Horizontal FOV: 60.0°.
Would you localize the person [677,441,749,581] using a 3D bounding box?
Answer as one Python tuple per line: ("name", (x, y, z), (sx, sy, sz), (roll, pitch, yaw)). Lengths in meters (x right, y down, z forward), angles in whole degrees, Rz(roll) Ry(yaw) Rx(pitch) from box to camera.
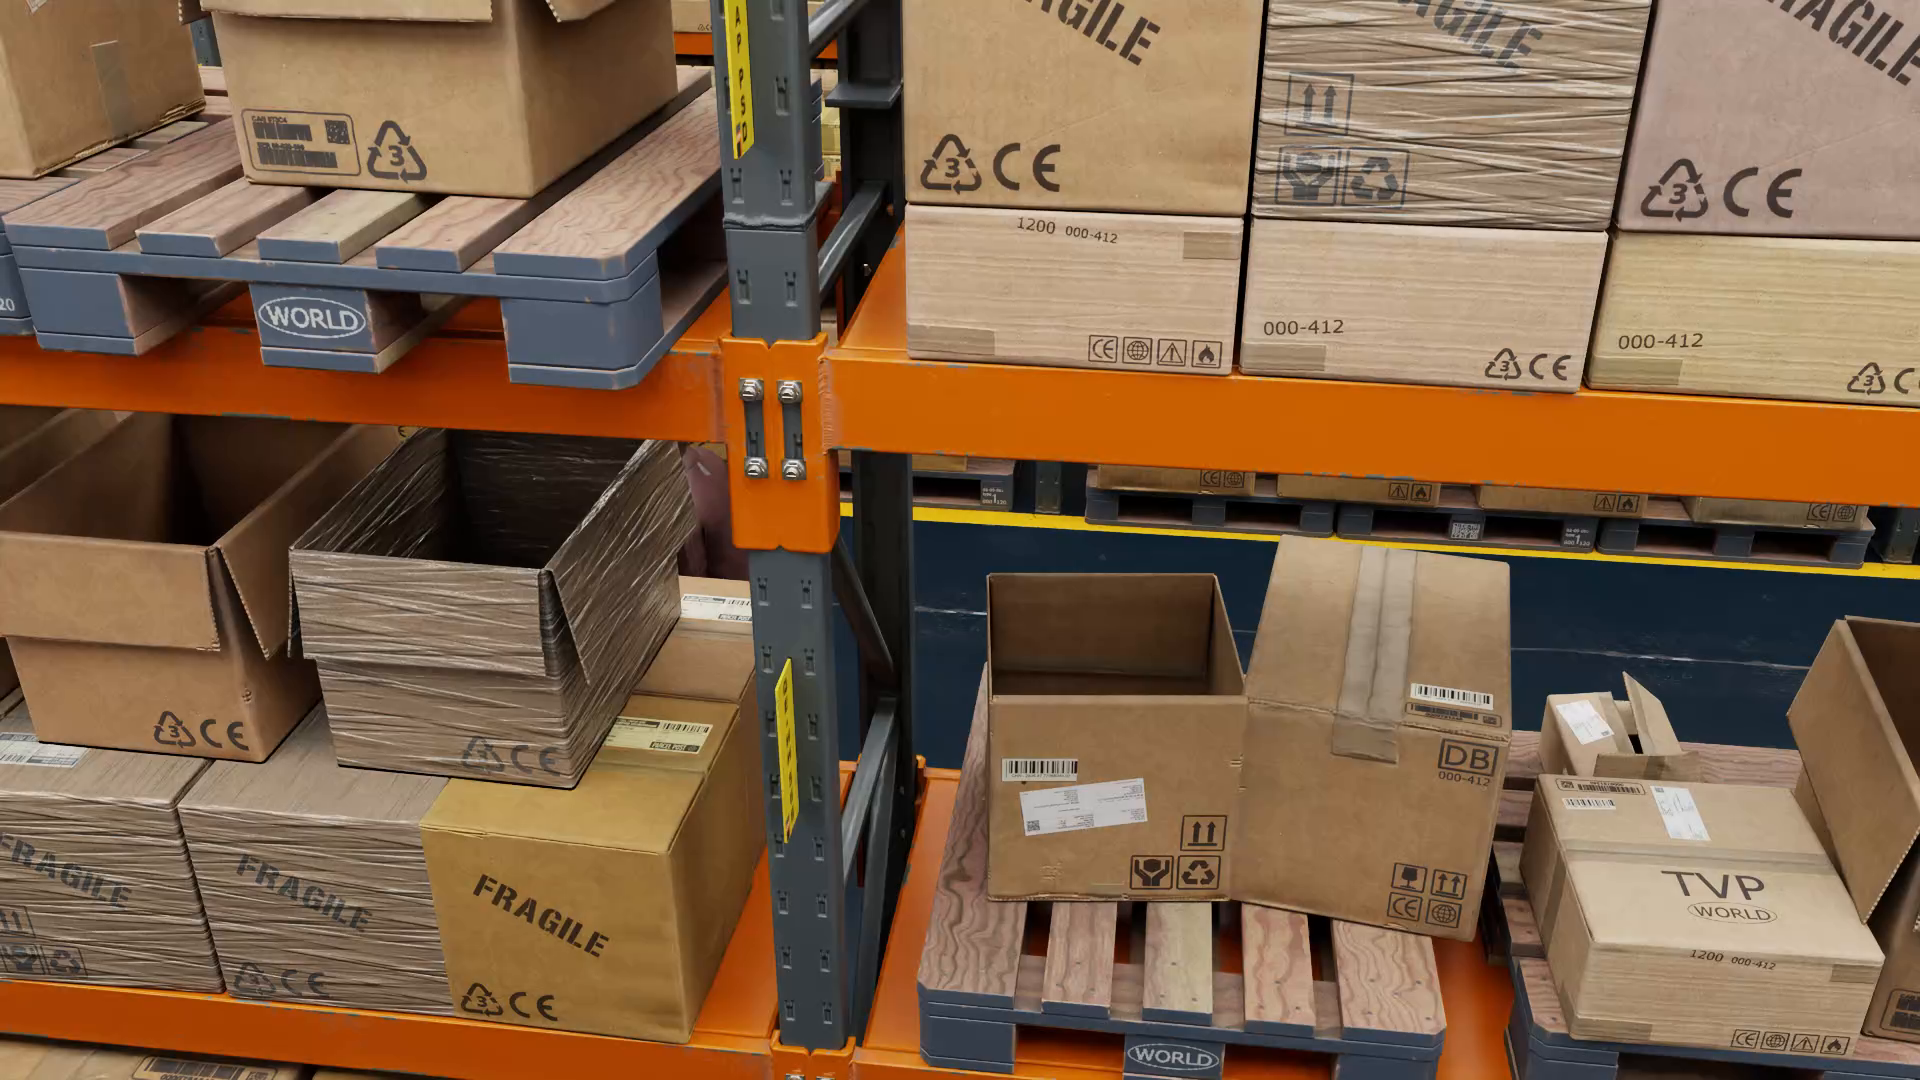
("person", (-0.889, 0.332, 5.514), (0.425, 1.773, 0.653), (2, 28, 3))
